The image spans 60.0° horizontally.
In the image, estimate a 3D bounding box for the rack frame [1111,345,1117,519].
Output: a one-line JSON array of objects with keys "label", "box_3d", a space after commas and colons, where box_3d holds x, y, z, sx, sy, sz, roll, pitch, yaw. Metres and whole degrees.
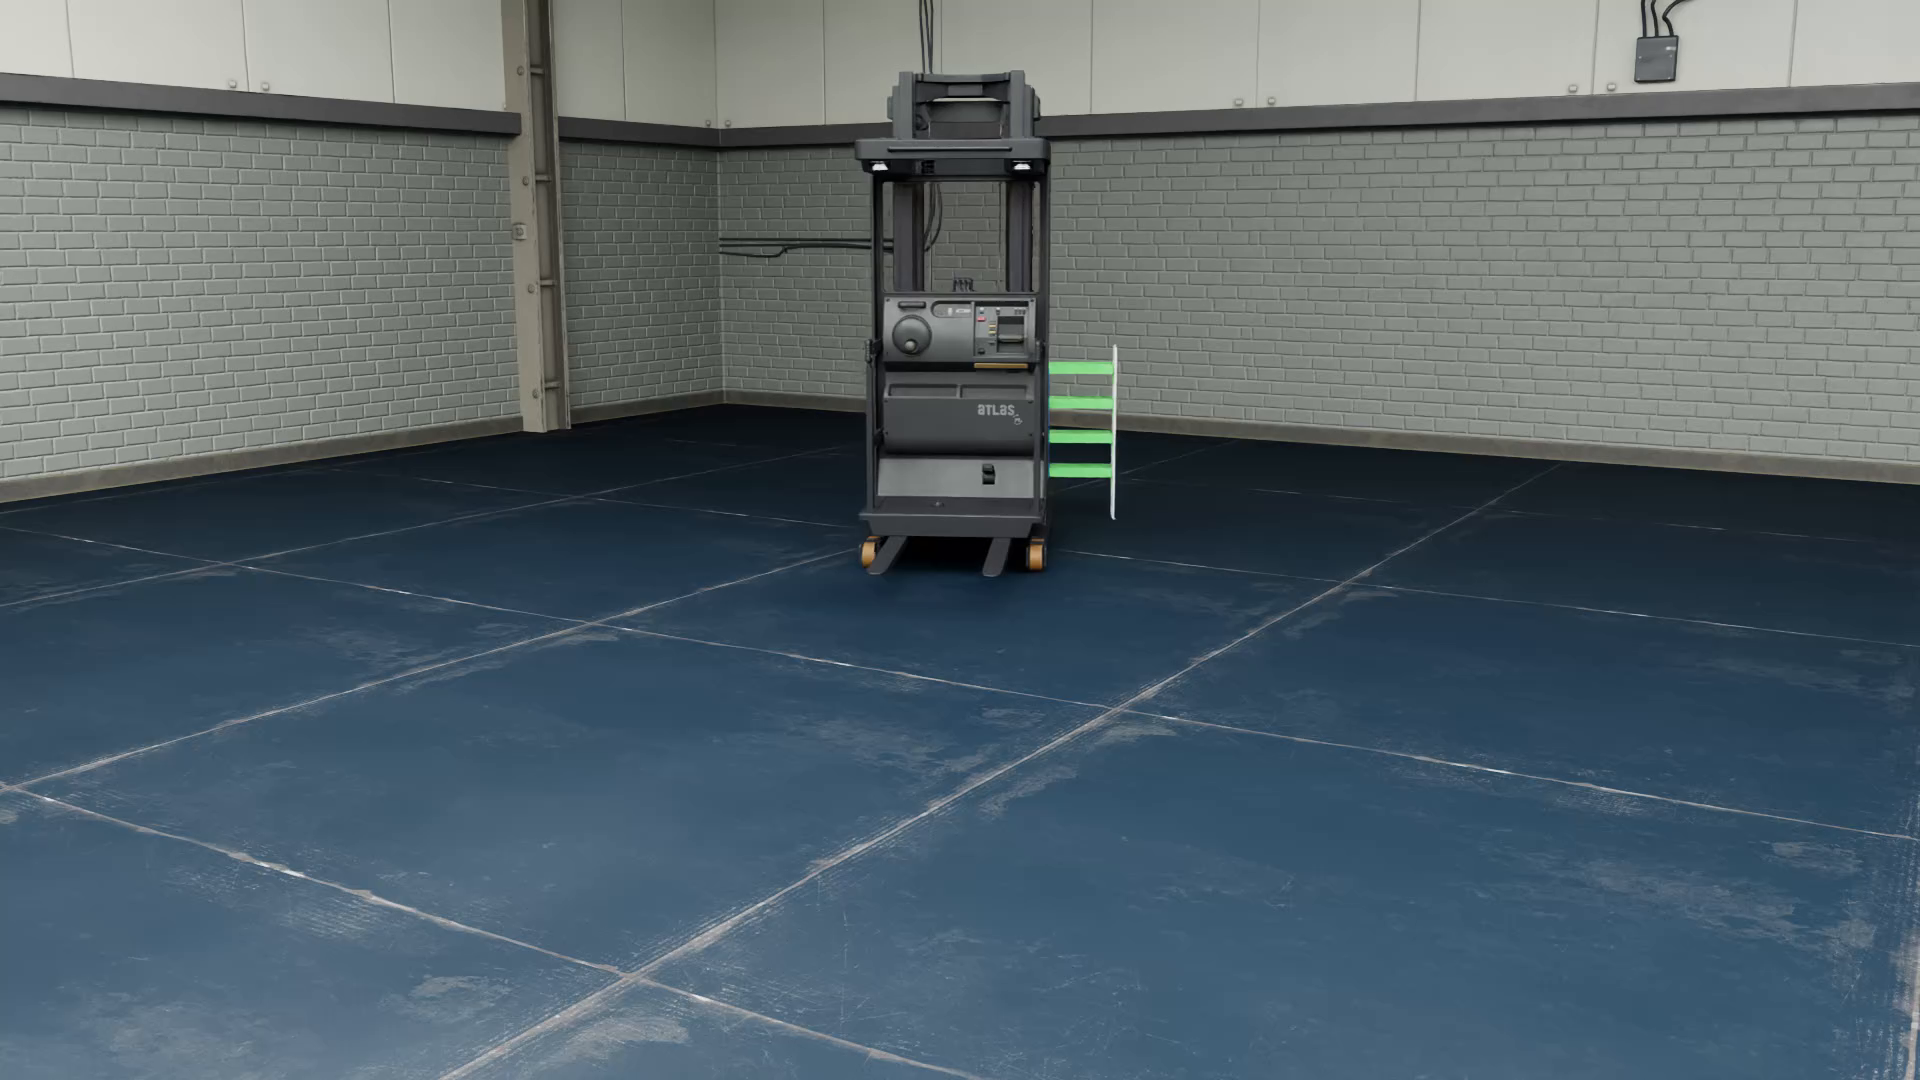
[{"label": "rack frame", "box_3d": [1.078, -0.757, 11.650, 0.015, 1.200, 0.240, 1, 11, 3]}]

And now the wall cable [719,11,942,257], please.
[{"label": "wall cable", "box_3d": [-1.528, -4.352, 18.097, 3.097, 2.526, 0.112, 6, 12, 31]}]

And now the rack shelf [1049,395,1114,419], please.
[{"label": "rack shelf", "box_3d": [0.834, -0.933, 11.632, 0.480, 0.148, 0.258, 1, 11, 3]}]

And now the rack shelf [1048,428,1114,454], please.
[{"label": "rack shelf", "box_3d": [0.834, -0.697, 11.677, 0.480, 0.148, 0.258, 1, 11, 3]}]

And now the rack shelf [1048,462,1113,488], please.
[{"label": "rack shelf", "box_3d": [0.834, -0.461, 11.721, 0.480, 0.148, 0.258, 1, 11, 3]}]

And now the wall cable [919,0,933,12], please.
[{"label": "wall cable", "box_3d": [0.784, -6.576, 16.252, 3.097, 2.526, 0.112, 6, 12, 31]}]

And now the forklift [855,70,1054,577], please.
[{"label": "forklift", "box_3d": [-0.019, -1.316, 9.935, 1.130, 2.935, 3.031, 1, 11, 5]}]

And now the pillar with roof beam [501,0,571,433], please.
[{"label": "pillar with roof beam", "box_3d": [-0.508, -5.130, 13.815, 9.100, 9.000, 0.400, 6, 12, 31]}]

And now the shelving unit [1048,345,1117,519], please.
[{"label": "shelving unit", "box_3d": [0.834, -0.759, 11.665, 0.503, 1.200, 0.258, 1, 11, 3]}]

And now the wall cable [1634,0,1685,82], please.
[{"label": "wall cable", "box_3d": [6.578, -6.640, 12.641, 2.305, 6.003, 0.169, 6, 12, 31]}]

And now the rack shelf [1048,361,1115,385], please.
[{"label": "rack shelf", "box_3d": [0.834, -1.168, 11.588, 0.480, 0.148, 0.258, 1, 11, 3]}]
